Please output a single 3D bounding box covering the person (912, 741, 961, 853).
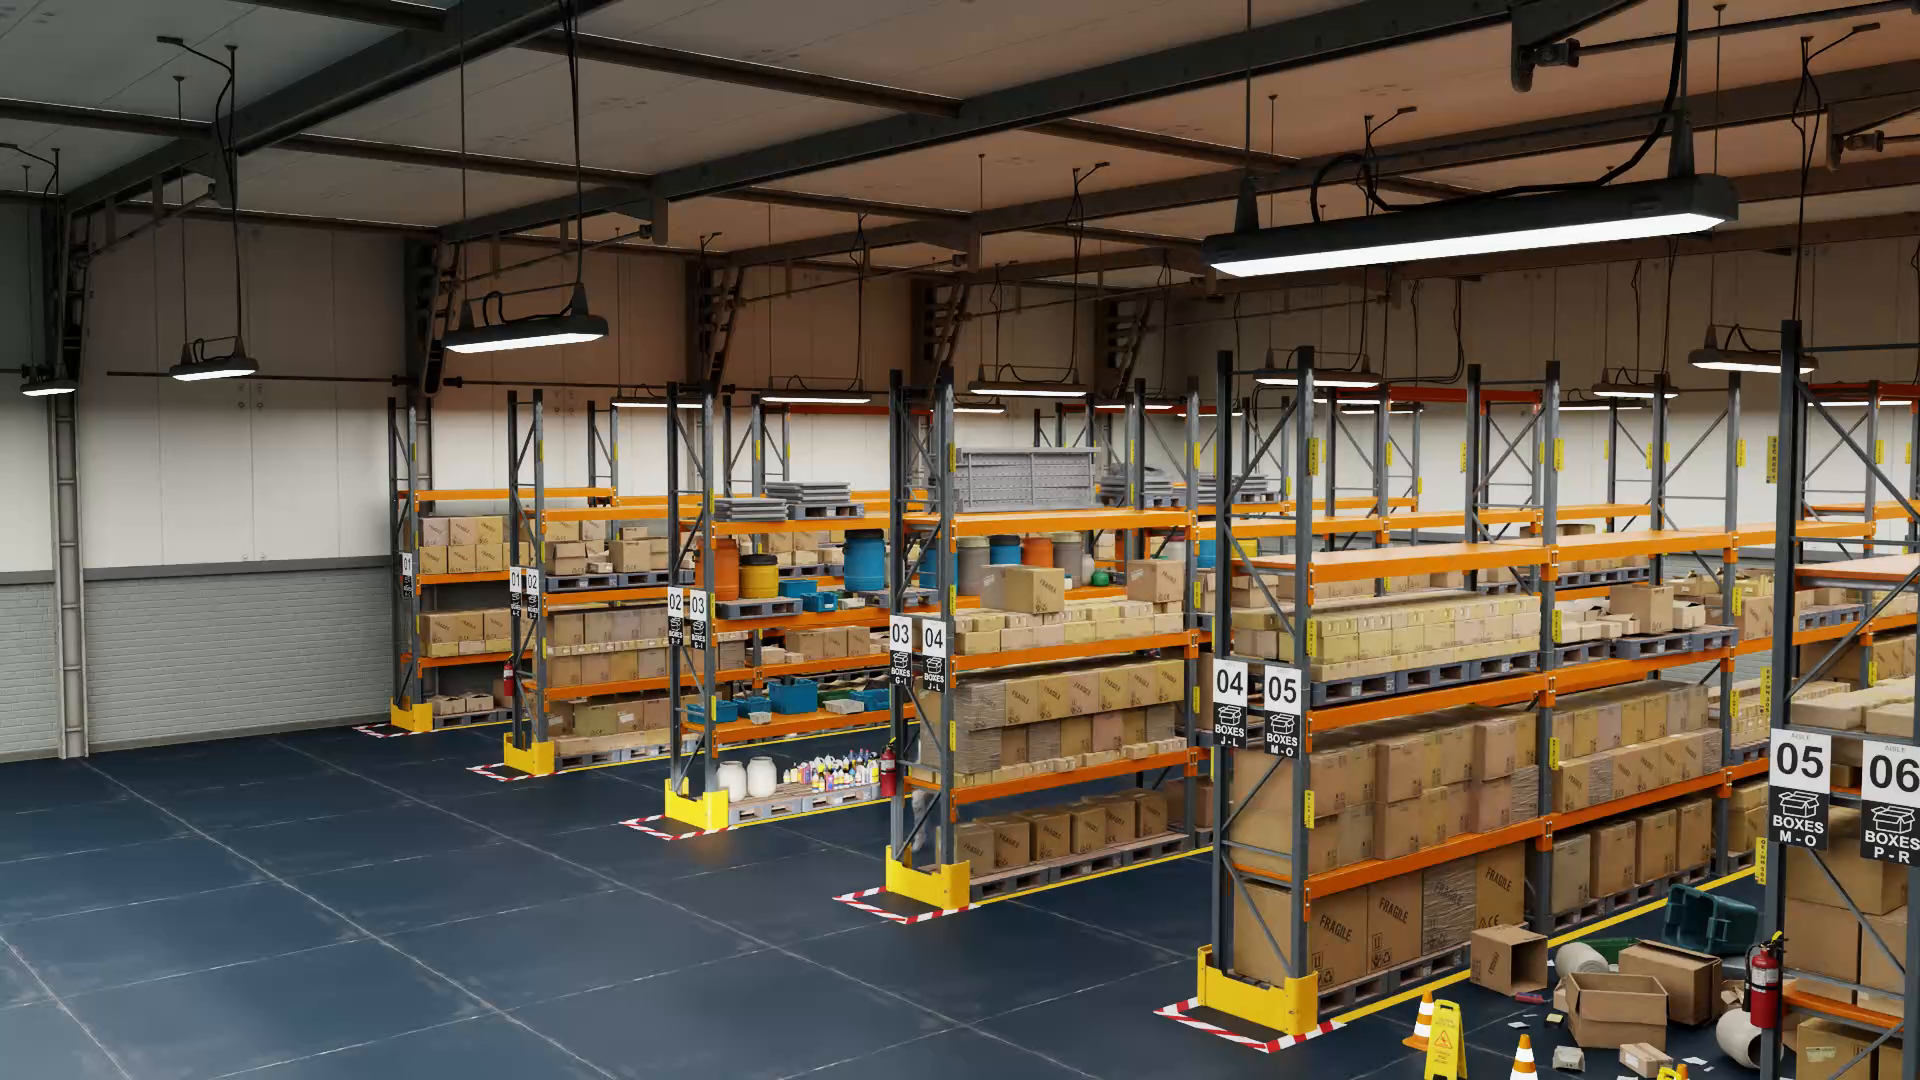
[{"bbox_3d":[-0.316,3.029,21.190,0.664,1.843,0.799,3,4,37],"label":"person"}]
